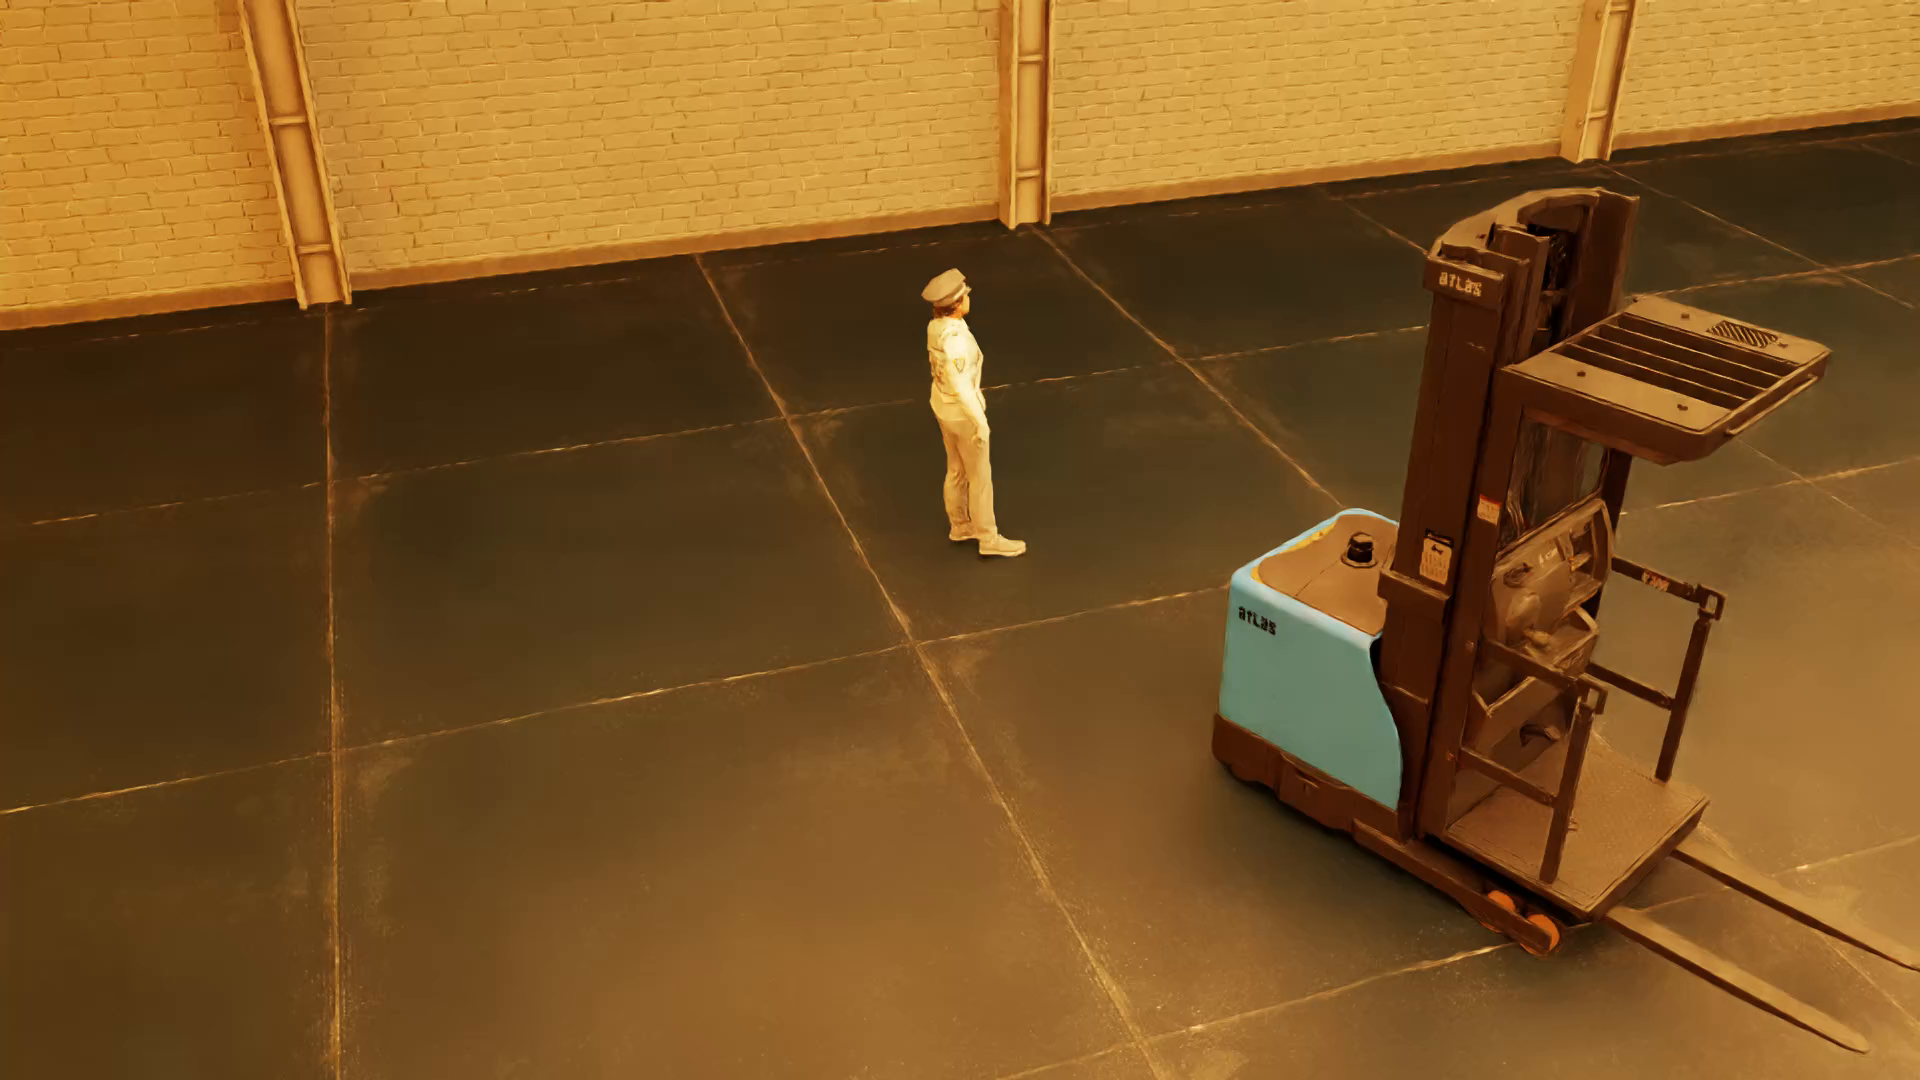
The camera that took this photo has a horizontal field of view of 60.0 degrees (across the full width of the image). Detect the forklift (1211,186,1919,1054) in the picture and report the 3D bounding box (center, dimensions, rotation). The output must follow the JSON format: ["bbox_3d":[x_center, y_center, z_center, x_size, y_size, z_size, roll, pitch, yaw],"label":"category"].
[{"bbox_3d":[2.601,0.183,6.770,1.130,2.935,3.031,-25,38,-36],"label":"forklift"}]

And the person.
[{"bbox_3d":[0.066,-0.748,9.612,0.532,1.695,0.586,-10,31,-16],"label":"person"}]
